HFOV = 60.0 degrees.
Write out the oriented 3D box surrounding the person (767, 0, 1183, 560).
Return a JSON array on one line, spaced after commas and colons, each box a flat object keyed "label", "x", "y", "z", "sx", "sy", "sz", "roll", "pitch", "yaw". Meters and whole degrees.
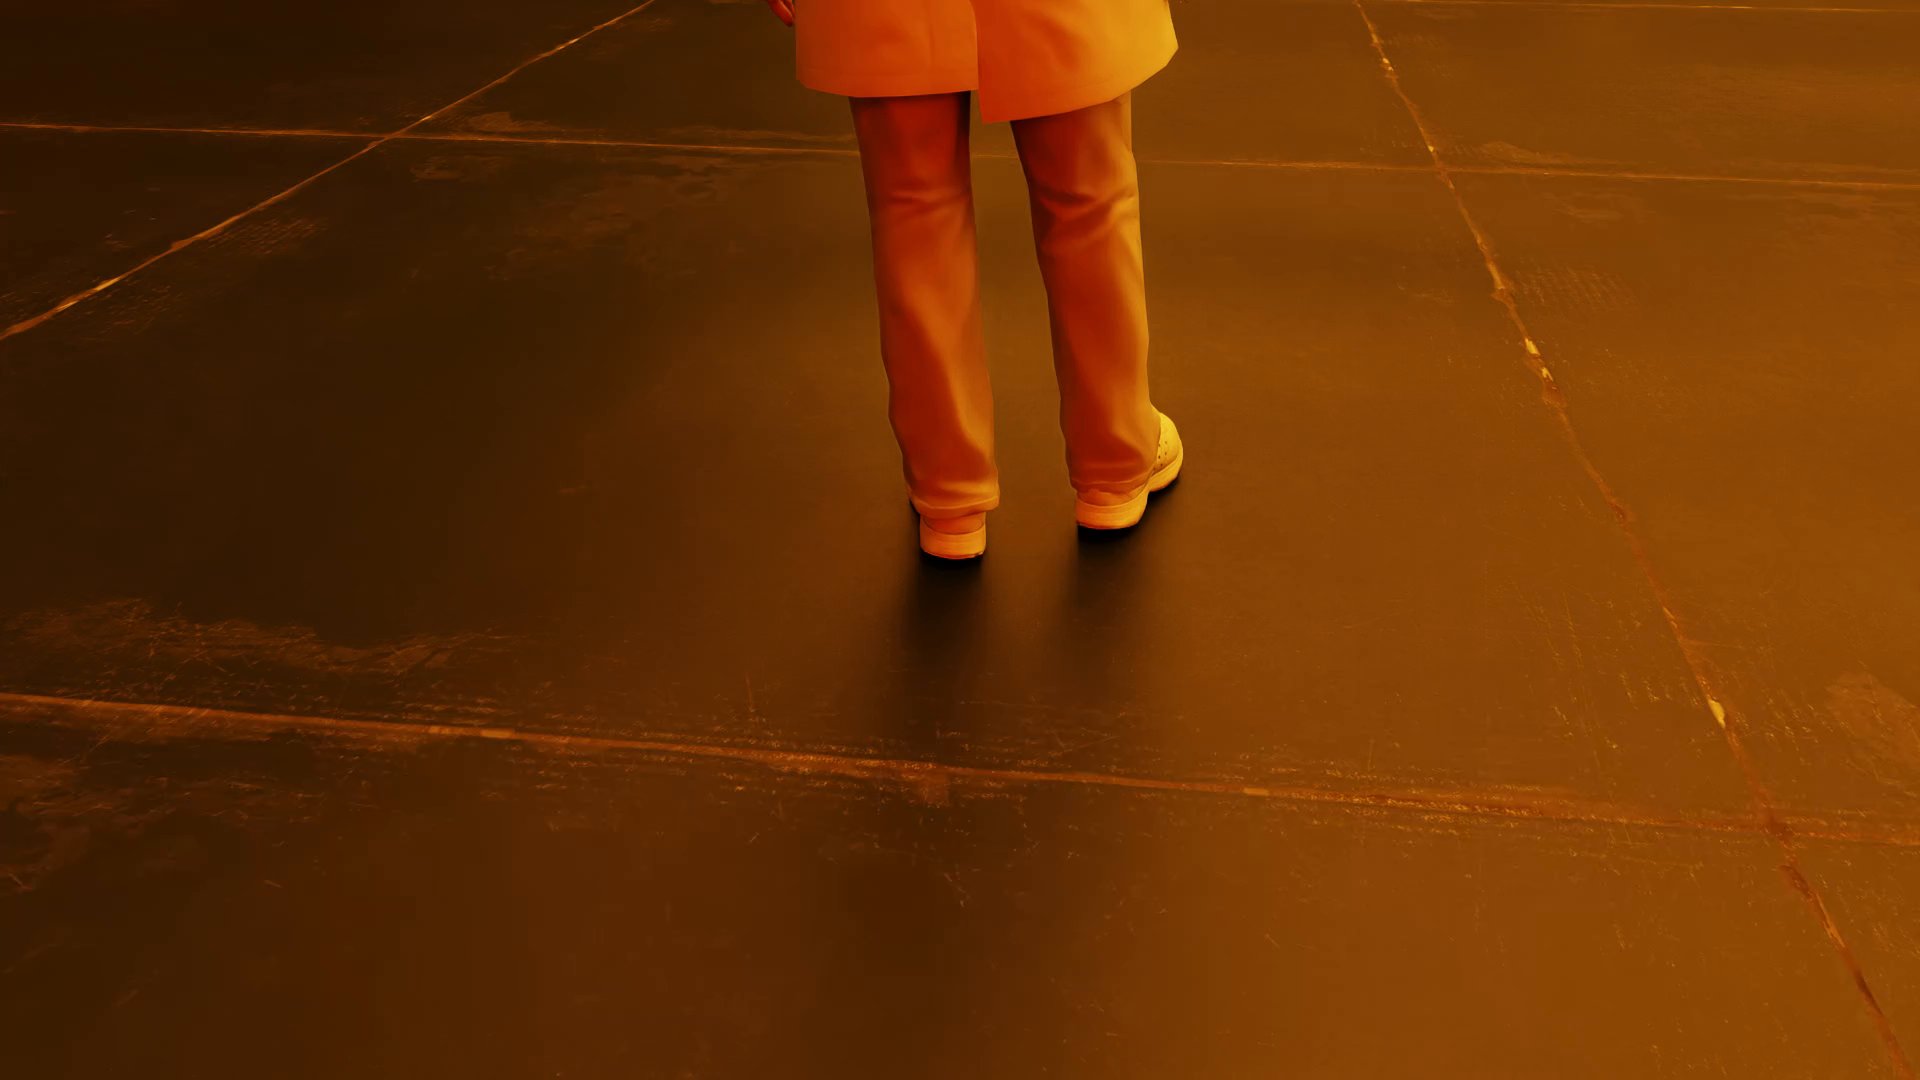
[{"label": "person", "x": 0.021, "y": -0.842, "z": 2.181, "sx": 0.687, "sy": 1.778, "sz": 0.577, "roll": 3, "pitch": 27, "yaw": 7}]
